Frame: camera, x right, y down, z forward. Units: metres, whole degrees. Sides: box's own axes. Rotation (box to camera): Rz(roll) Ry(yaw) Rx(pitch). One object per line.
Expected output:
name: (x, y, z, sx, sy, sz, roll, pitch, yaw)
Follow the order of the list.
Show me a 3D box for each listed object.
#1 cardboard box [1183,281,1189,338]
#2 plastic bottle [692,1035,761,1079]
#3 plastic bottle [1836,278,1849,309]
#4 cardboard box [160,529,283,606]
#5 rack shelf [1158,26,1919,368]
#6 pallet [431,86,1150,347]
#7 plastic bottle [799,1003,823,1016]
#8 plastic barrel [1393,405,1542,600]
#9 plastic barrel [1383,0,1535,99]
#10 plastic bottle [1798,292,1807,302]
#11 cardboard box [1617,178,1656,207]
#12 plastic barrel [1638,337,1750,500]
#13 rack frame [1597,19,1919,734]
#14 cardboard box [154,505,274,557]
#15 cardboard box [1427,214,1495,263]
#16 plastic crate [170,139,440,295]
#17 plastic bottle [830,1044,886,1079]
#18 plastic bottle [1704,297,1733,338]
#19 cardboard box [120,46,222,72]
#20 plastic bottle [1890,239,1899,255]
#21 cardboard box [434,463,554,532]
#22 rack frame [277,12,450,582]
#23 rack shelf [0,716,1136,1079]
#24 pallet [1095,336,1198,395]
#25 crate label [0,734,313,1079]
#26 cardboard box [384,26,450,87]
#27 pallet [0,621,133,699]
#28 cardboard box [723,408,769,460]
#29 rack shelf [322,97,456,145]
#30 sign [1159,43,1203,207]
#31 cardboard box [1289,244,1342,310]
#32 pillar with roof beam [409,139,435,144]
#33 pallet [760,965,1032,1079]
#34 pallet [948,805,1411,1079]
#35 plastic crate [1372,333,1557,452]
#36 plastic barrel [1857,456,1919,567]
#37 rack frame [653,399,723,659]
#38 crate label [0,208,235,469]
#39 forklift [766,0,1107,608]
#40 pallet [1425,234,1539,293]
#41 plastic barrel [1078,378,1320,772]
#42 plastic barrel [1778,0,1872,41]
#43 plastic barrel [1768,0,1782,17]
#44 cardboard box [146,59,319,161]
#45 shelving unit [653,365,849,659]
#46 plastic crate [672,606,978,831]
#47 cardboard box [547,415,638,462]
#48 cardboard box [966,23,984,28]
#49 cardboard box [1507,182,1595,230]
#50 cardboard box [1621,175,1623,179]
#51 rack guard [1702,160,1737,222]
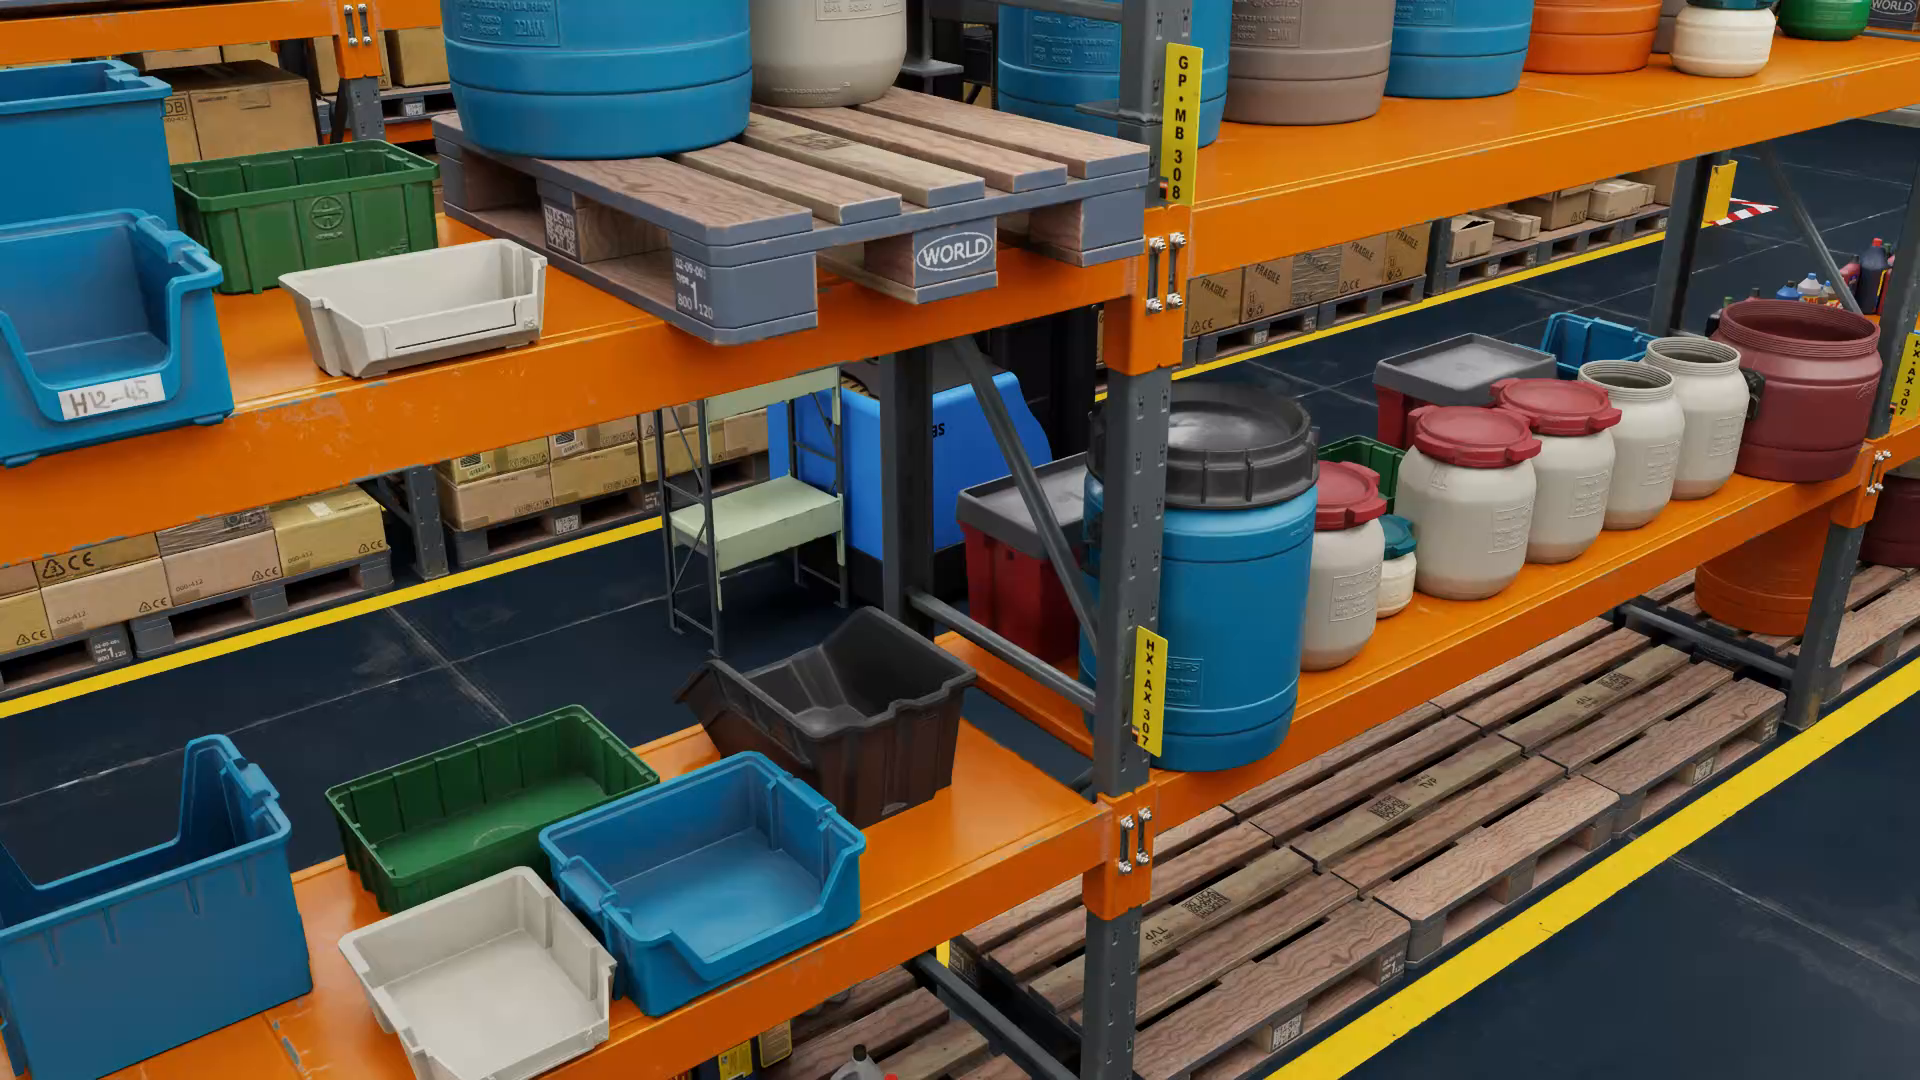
cardboard box: (1.168, -1.597, 11.074, 0.500, 0.500, 0.500, -20, 31, -36)
plastic bottle: (-0.671, 1.433, 4.722, 0.185, 0.351, 0.144, -18, 31, -34)
plastic bottle: (4.154, -1.145, 7.889, 0.097, 0.201, 0.097, 0, 25, 0)
cardboard box: (-3.552, 0.046, 7.856, 0.500, 0.250, 0.500, -18, 31, -34)
rack shelf: (1.705, -1.242, 5.155, 4.000, 0.370, 1.077, -18, 31, -34)
pallet: (-0.377, -0.744, 3.450, 1.003, 0.211, 1.213, -18, 31, -34)
plastic bottle: (-0.470, 1.345, 5.090, 0.097, 0.201, 0.097, 0, 25, 0)
plastic barrel: (1.596, -0.117, 5.277, 0.433, 0.535, 0.433, 0, 25, 0)
plastic barrel: (1.427, -1.820, 4.950, 0.708, 0.901, 0.600, -18, 31, -34)
plastic bottle: (3.847, -1.044, 7.672, 0.097, 0.201, 0.097, 0, 25, 0)
cardboard box: (5.870, -3.064, 14.631, 0.250, 0.166, 0.380, -18, 31, -34)
plastic barrel: (2.601, -0.440, 6.003, 0.421, 0.512, 0.421, 0, 25, 0)
rack frame: (3.279, -0.728, 6.755, 0.127, 3.000, 1.000, -18, 31, -34)
cardboard box: (-3.553, -0.295, 7.699, 0.500, 0.500, 0.500, -18, 31, -34)
cardboard box: (3.837, -2.426, 13.085, 0.500, 0.311, 0.500, -18, 31, -34)
plastic crate: (-1.279, -0.633, 3.240, 0.450, 0.188, 0.336, -18, 31, -34)
plastic bottle: (-0.287, 1.528, 4.517, 0.185, 0.351, 0.144, -18, 31, -34)
plastic bottle: (3.334, -0.921, 7.310, 0.133, 0.283, 0.061, -18, 31, -34)
cardboard box: (-5.561, -3.336, 11.734, 0.500, 0.500, 0.700, -18, 30, -34)
plastic bottle: (4.634, -1.359, 8.173, 0.185, 0.351, 0.144, -18, 31, -34)
cardboard box: (-2.452, -0.296, 8.593, 0.500, 0.250, 0.500, -19, 31, -35)
rack frame: (-2.923, -1.330, 8.053, 0.127, 3.000, 1.000, -18, 31, -34)
rack shelf: (-1.443, 1.157, 3.548, 4.000, 0.370, 1.077, -18, 31, -34)
pallet: (0.836, -1.286, 11.270, 1.213, 0.211, 1.003, -18, 31, -34)
crate label: (-1.735, 0.767, 3.493, 0.616, 0.435, 0.502, -18, 31, -34)
cardboard box: (-4.165, -3.798, 12.729, 0.500, 0.500, 0.700, -18, 31, -34)
pallet: (-4.535, 0.446, 7.539, 1.213, 0.211, 1.003, -18, 31, -34)
cardboard box: (-1.243, -0.696, 9.454, 0.500, 0.250, 0.500, -18, 30, -33)
rack shelf: (-4.408, -3.164, 12.858, 4.000, 0.370, 1.077, -18, 31, -34)
sign: (0.462, -0.868, 3.484, 0.005, 0.325, 0.100, -18, 31, -34)
cardboard box: (2.372, -1.995, 11.933, 0.500, 0.500, 0.500, -18, 30, -33)
pillar with roof beam: (-1.735, -5.253, 9.380, 0.400, 9.000, 9.100, -18, 31, -34)
pallet: (-0.423, 1.737, 4.757, 1.213, 0.211, 1.003, -18, 31, -34)
pallet: (0.725, 1.359, 5.570, 1.213, 0.211, 1.003, -18, 31, -34)
plastic crate: (1.818, -0.438, 6.055, 0.583, 0.464, 0.402, -18, 31, -34)
plastic barrel: (4.542, -0.250, 8.092, 0.708, 0.588, 0.600, -18, 31, -34)
rack frame: (-1.224, -0.204, 7.407, 0.023, 1.500, 0.400, -21, 32, -37)
crate label: (-1.340, -0.319, 2.489, 0.408, 0.251, 0.502, -18, 31, -34)
forklift: (0.462, -1.505, 8.511, 3.031, 2.935, 1.130, -21, 32, -37)
pallet: (3.914, -2.322, 13.502, 1.213, 0.211, 1.003, -18, 31, -34)
plastic barrel: (0.622, 0.084, 4.410, 0.708, 0.901, 0.600, -18, 31, -34)
plastic barrel: (3.116, -1.937, 5.981, 0.294, 0.245, 0.294, 0, 25, 0)
plastic barrel: (2.845, -2.160, 6.144, 0.421, 0.512, 0.421, 0, 25, 0)
cardboard box: (-3.268, -1.847, 7.506, 0.500, 0.500, 0.700, -18, 30, -34)
shelving unit: (-0.953, -0.307, 7.630, 0.755, 1.500, 0.431, -21, 32, -37)
plastic crate: (-0.359, 0.433, 4.327, 0.504, 0.338, 0.767, -18, 31, -34)
cardboard box: (-2.047, -0.681, 8.756, 0.500, 0.311, 0.500, -19, 31, -35)
cardboard box: (0.105, -5.035, 15.539, 0.500, 0.500, 0.500, -19, 31, -35)
cardboard box: (4.848, -2.965, 14.019, 0.637, 0.503, 0.797, -18, 31, -34)
cardboard box: (5.979, -3.359, 15.289, 0.250, 0.149, 0.380, -18, 31, -34)
rack guard: (6.461, -3.294, 15.254, 0.348, 0.500, 1.175, -18, 31, -34)
